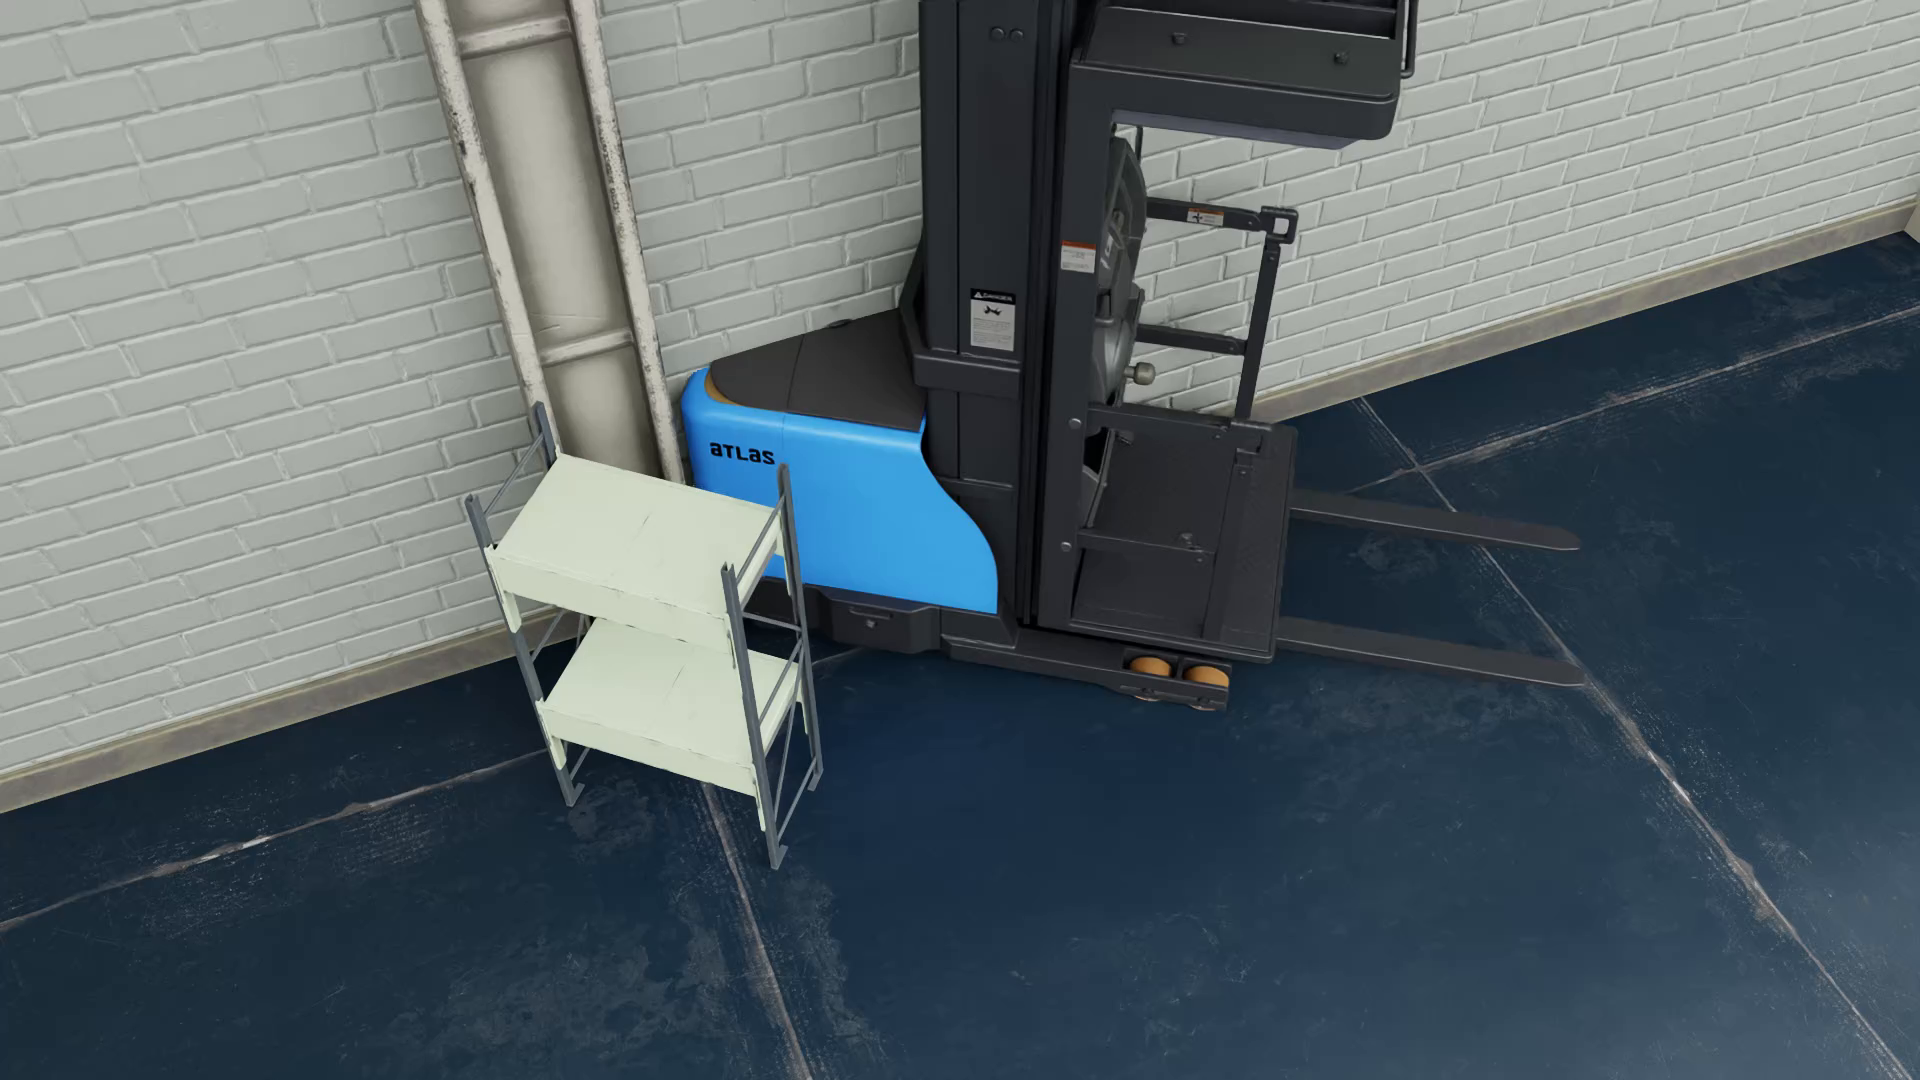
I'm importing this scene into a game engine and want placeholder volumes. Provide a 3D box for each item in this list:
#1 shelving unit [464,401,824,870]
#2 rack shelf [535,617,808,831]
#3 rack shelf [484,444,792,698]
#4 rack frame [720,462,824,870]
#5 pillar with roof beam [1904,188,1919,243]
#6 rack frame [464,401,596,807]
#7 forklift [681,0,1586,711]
[{"bbox_3d":[-0.879,0.337,4.972,0.755,1.500,0.431,14,51,12],"label":"shelving unit"},{"bbox_3d":[-0.879,0.549,5.219,0.720,0.370,0.431,14,51,12],"label":"rack shelf"},{"bbox_3d":[-0.879,0.083,4.676,0.720,0.370,0.431,14,51,12],"label":"rack shelf"},{"bbox_3d":[-0.533,0.426,4.896,0.023,1.500,0.400,14,51,12],"label":"rack frame"},{"bbox_3d":[6.079,-1.270,1.409,0.400,9.000,9.100,-17,52,-14],"label":"pillar with roof beam"},{"bbox_3d":[-1.226,0.248,5.048,0.023,1.500,0.400,14,51,12],"label":"rack frame"},{"bbox_3d":[0.672,-0.810,5.013,3.031,2.935,1.130,9,50,8],"label":"forklift"}]
